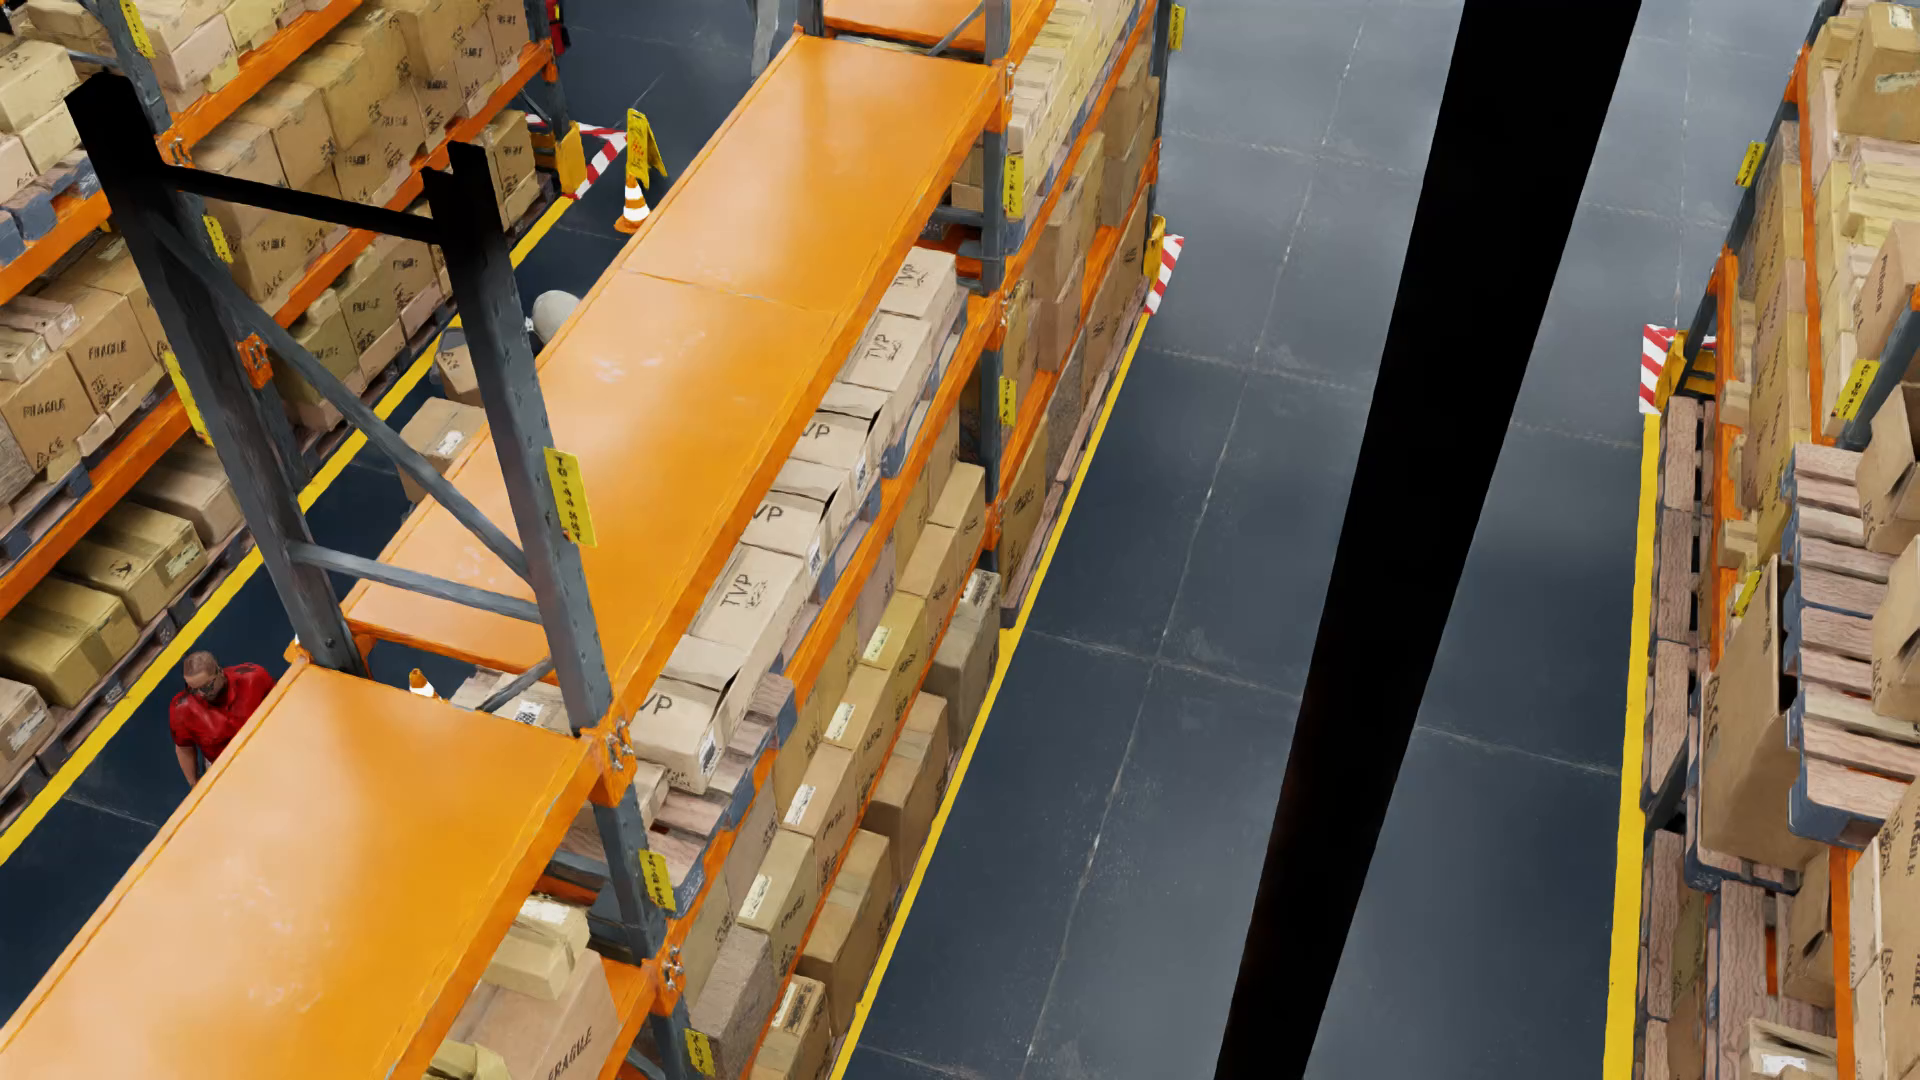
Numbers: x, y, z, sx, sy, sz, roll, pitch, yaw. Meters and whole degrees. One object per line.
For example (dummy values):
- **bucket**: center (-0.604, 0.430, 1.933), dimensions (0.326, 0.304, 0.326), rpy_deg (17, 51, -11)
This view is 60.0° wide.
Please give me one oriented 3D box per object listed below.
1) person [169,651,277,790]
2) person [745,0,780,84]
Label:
- **person**: center (-3.730, 1.188, 8.750), dimensions (0.653, 1.723, 0.586), rpy_deg (-35, 55, -29)
- **person**: center (-1.755, -5.079, 14.897), dimensions (0.547, 1.669, 1.115), rpy_deg (12, 47, 12)
